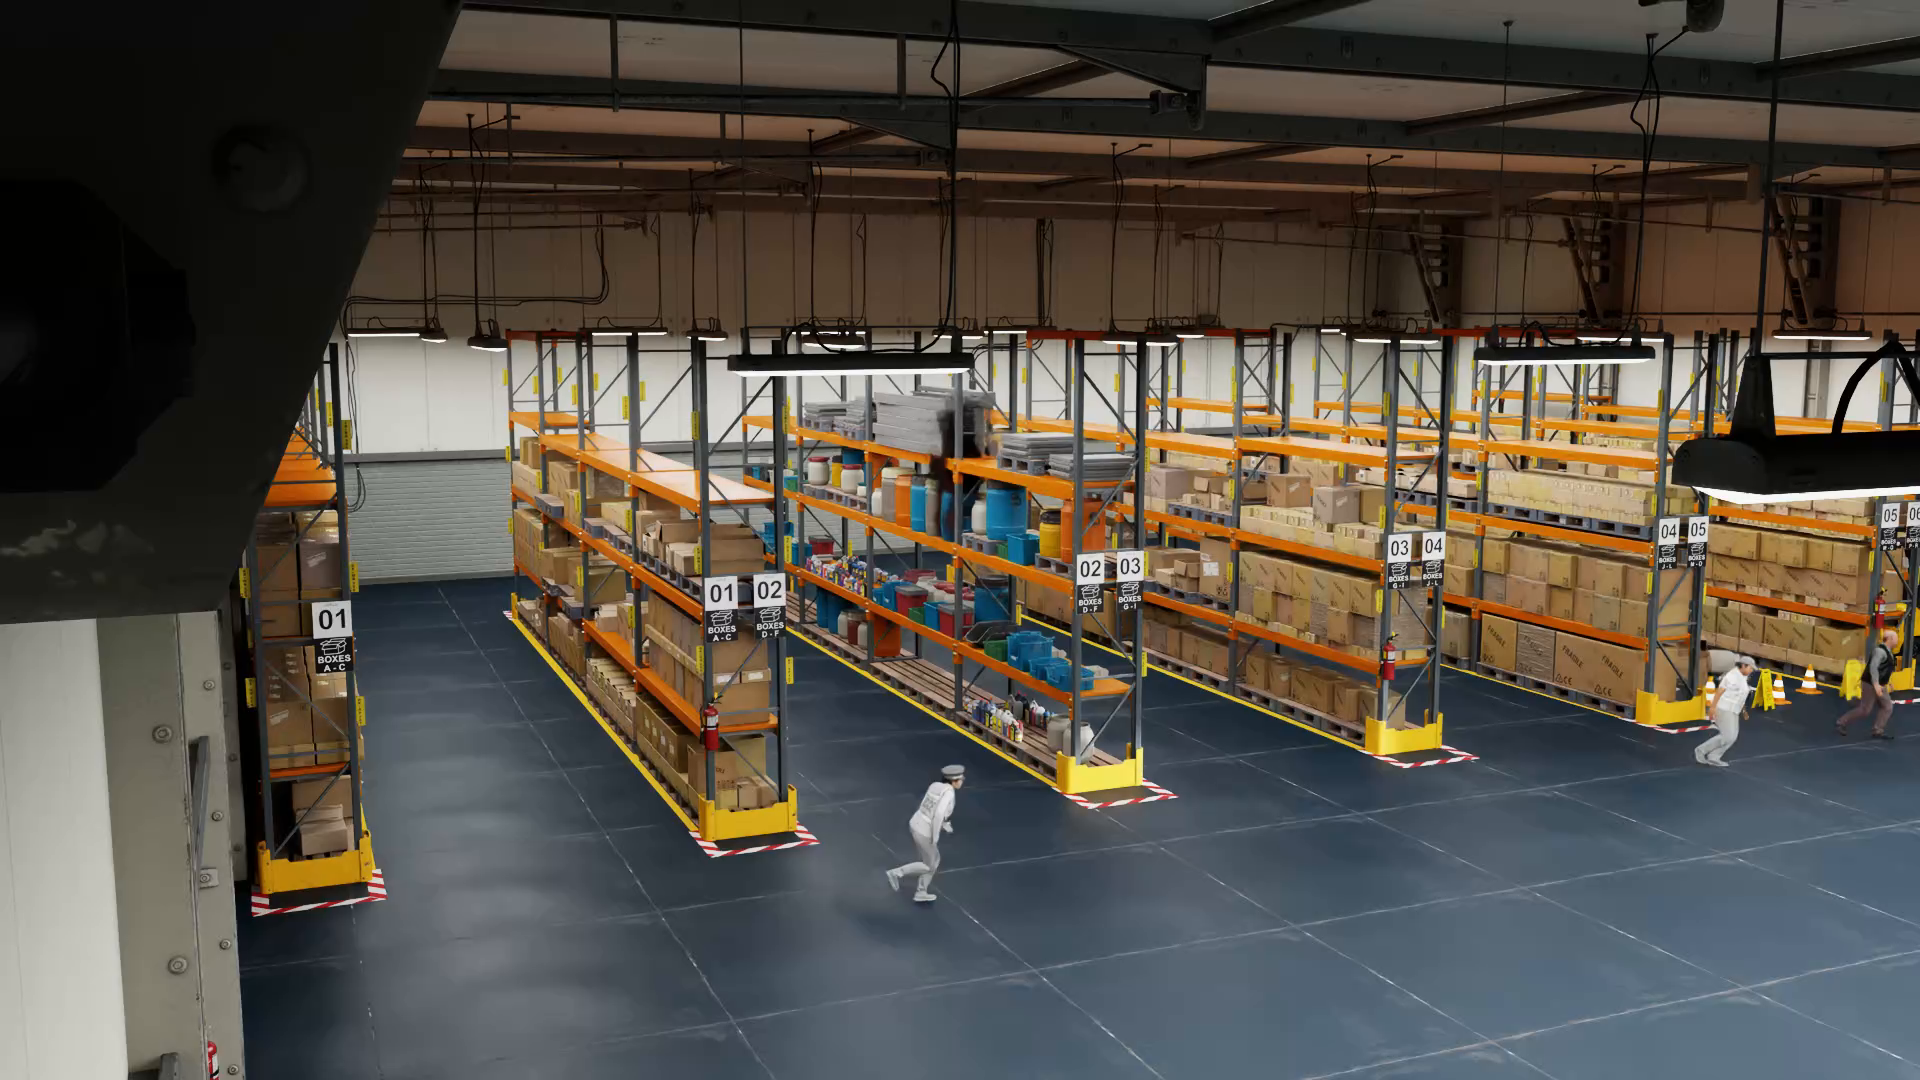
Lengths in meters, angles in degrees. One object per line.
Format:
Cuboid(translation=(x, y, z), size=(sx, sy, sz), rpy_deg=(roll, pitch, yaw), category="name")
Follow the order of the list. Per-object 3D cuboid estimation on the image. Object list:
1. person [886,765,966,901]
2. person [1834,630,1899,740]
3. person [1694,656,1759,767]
Cuboid(translation=(-0.357, 3.192, 17.906), size=(0.890, 1.479, 0.632), rpy_deg=(-2, 8, -18), category="person")
Cuboid(translation=(13.614, 2.140, 24.924), size=(0.794, 1.659, 0.707), rpy_deg=(6, 10, 39), category="person")
Cuboid(translation=(10.719, 2.397, 23.223), size=(0.739, 1.582, 0.675), rpy_deg=(-8, 11, -44), category="person")
